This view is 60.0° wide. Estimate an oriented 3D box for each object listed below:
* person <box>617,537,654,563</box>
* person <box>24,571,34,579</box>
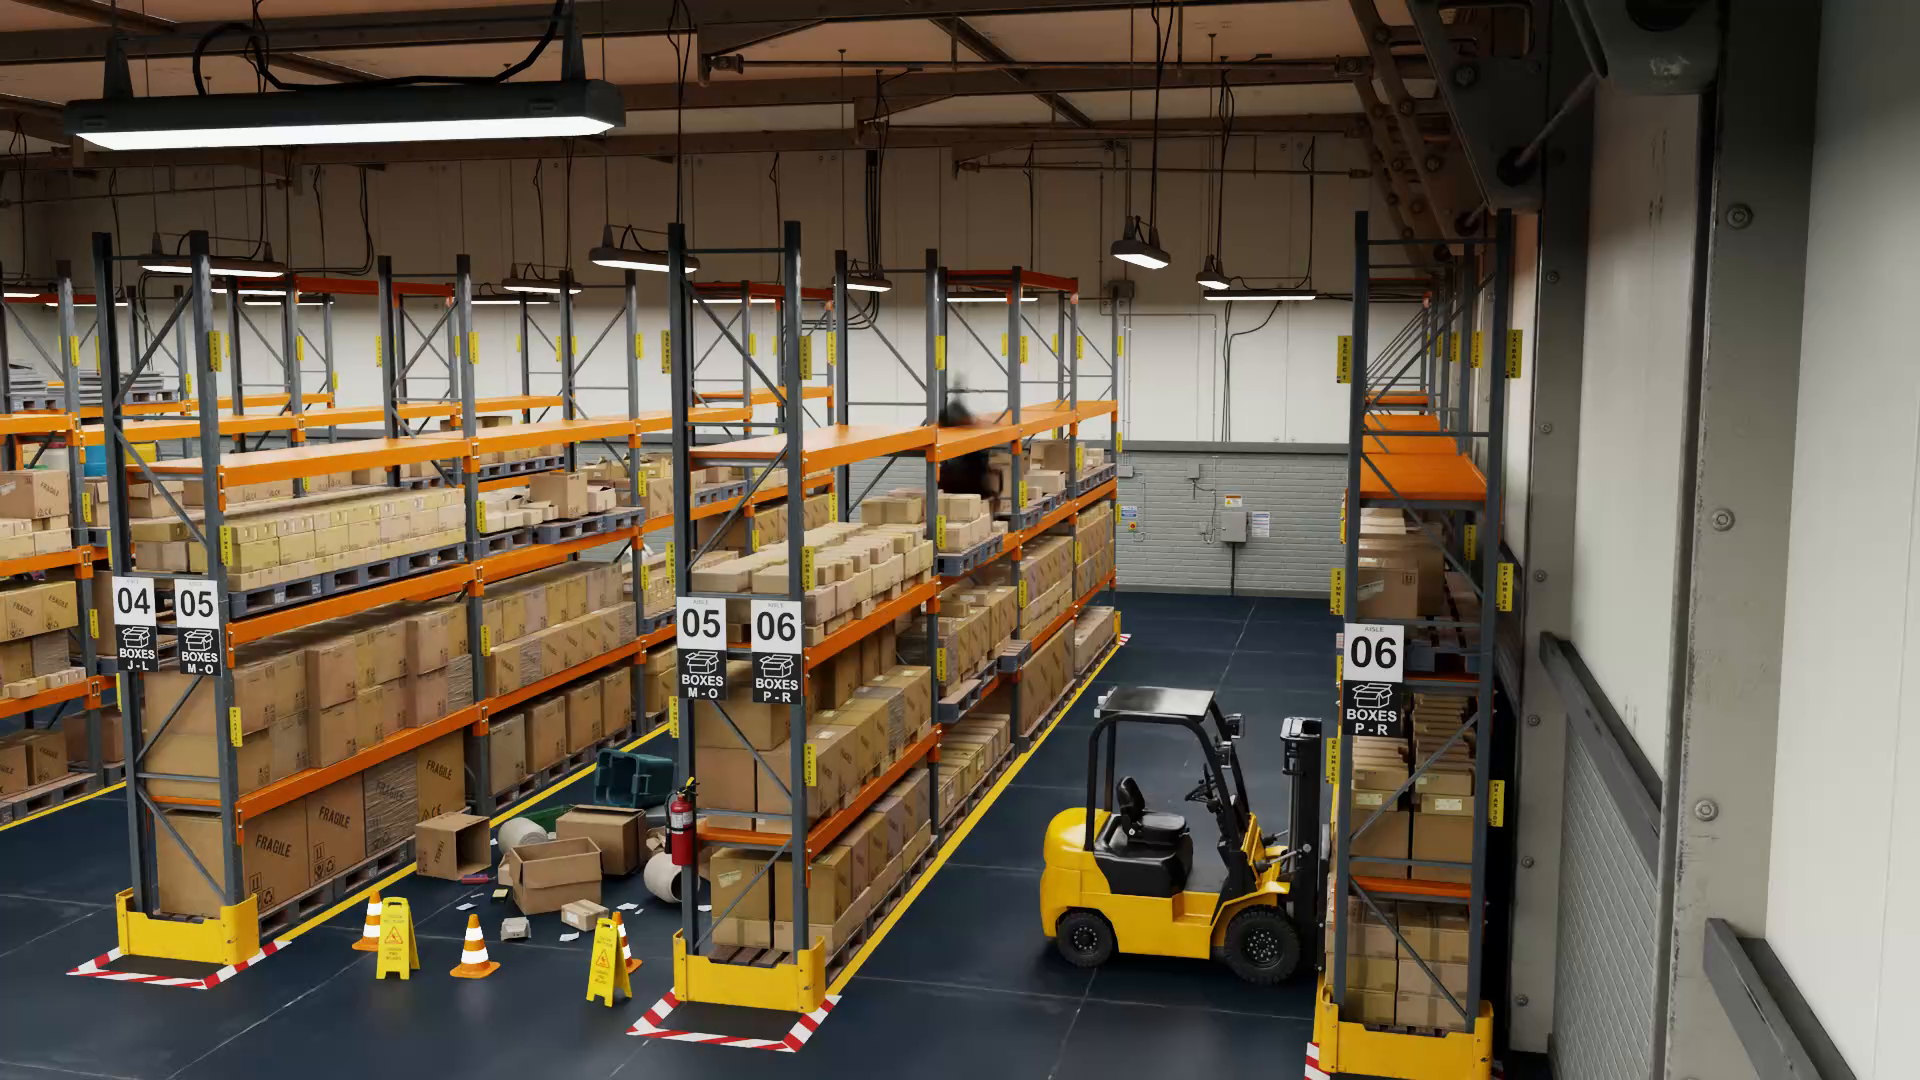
[{"bbox_3d":[-5.804,0.647,30.306,0.648,1.618,0.897,-5,9,-36],"label":"person"},{"bbox_3d":[-16.136,0.876,28.705,0.584,1.682,0.707,1,7,9],"label":"person"}]
